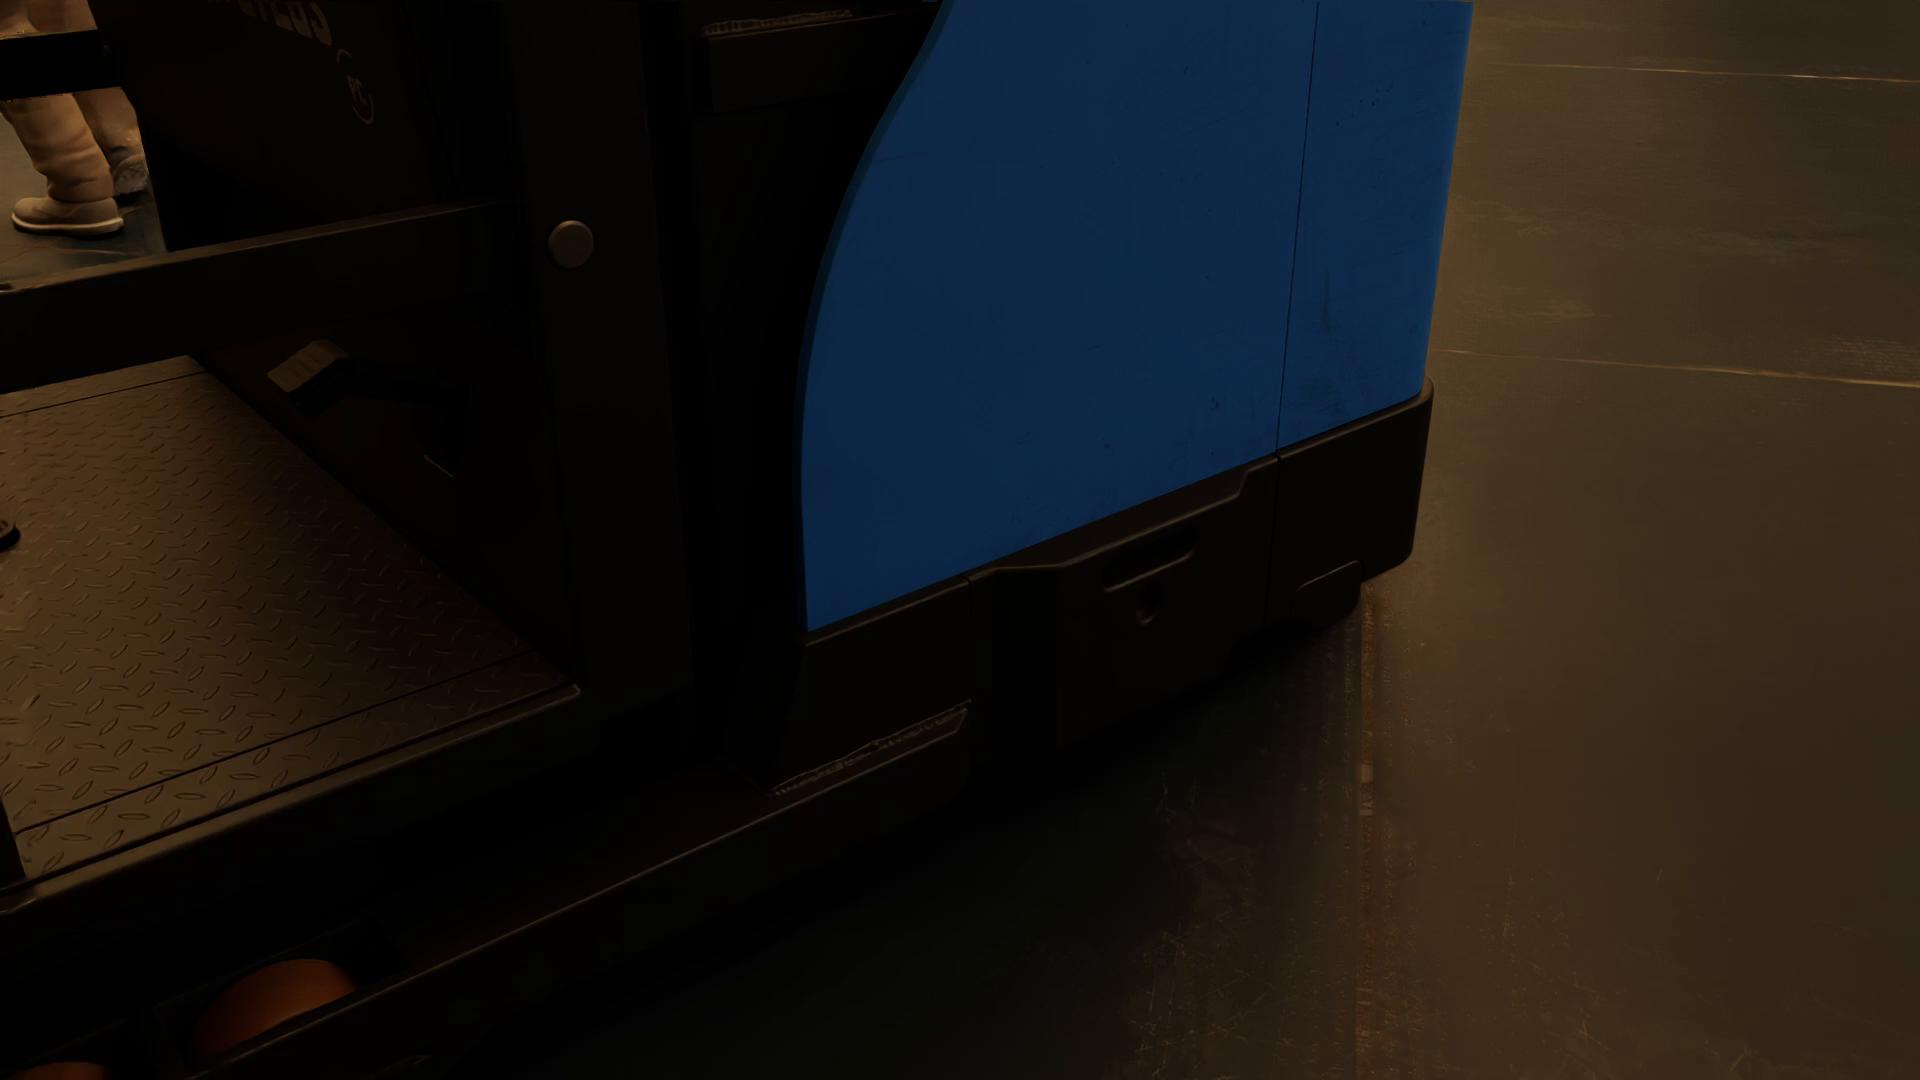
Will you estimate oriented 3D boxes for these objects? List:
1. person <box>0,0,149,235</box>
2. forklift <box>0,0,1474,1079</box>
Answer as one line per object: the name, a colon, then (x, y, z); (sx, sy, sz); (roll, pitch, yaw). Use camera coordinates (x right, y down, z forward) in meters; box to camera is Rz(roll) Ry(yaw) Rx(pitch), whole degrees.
person: (-2.149, -1.511, 3.677); (0.460, 1.756, 0.923); (14, 30, 25)
forklift: (-0.825, -0.987, 1.202); (3.031, 2.935, 1.130); (-20, 33, -35)
